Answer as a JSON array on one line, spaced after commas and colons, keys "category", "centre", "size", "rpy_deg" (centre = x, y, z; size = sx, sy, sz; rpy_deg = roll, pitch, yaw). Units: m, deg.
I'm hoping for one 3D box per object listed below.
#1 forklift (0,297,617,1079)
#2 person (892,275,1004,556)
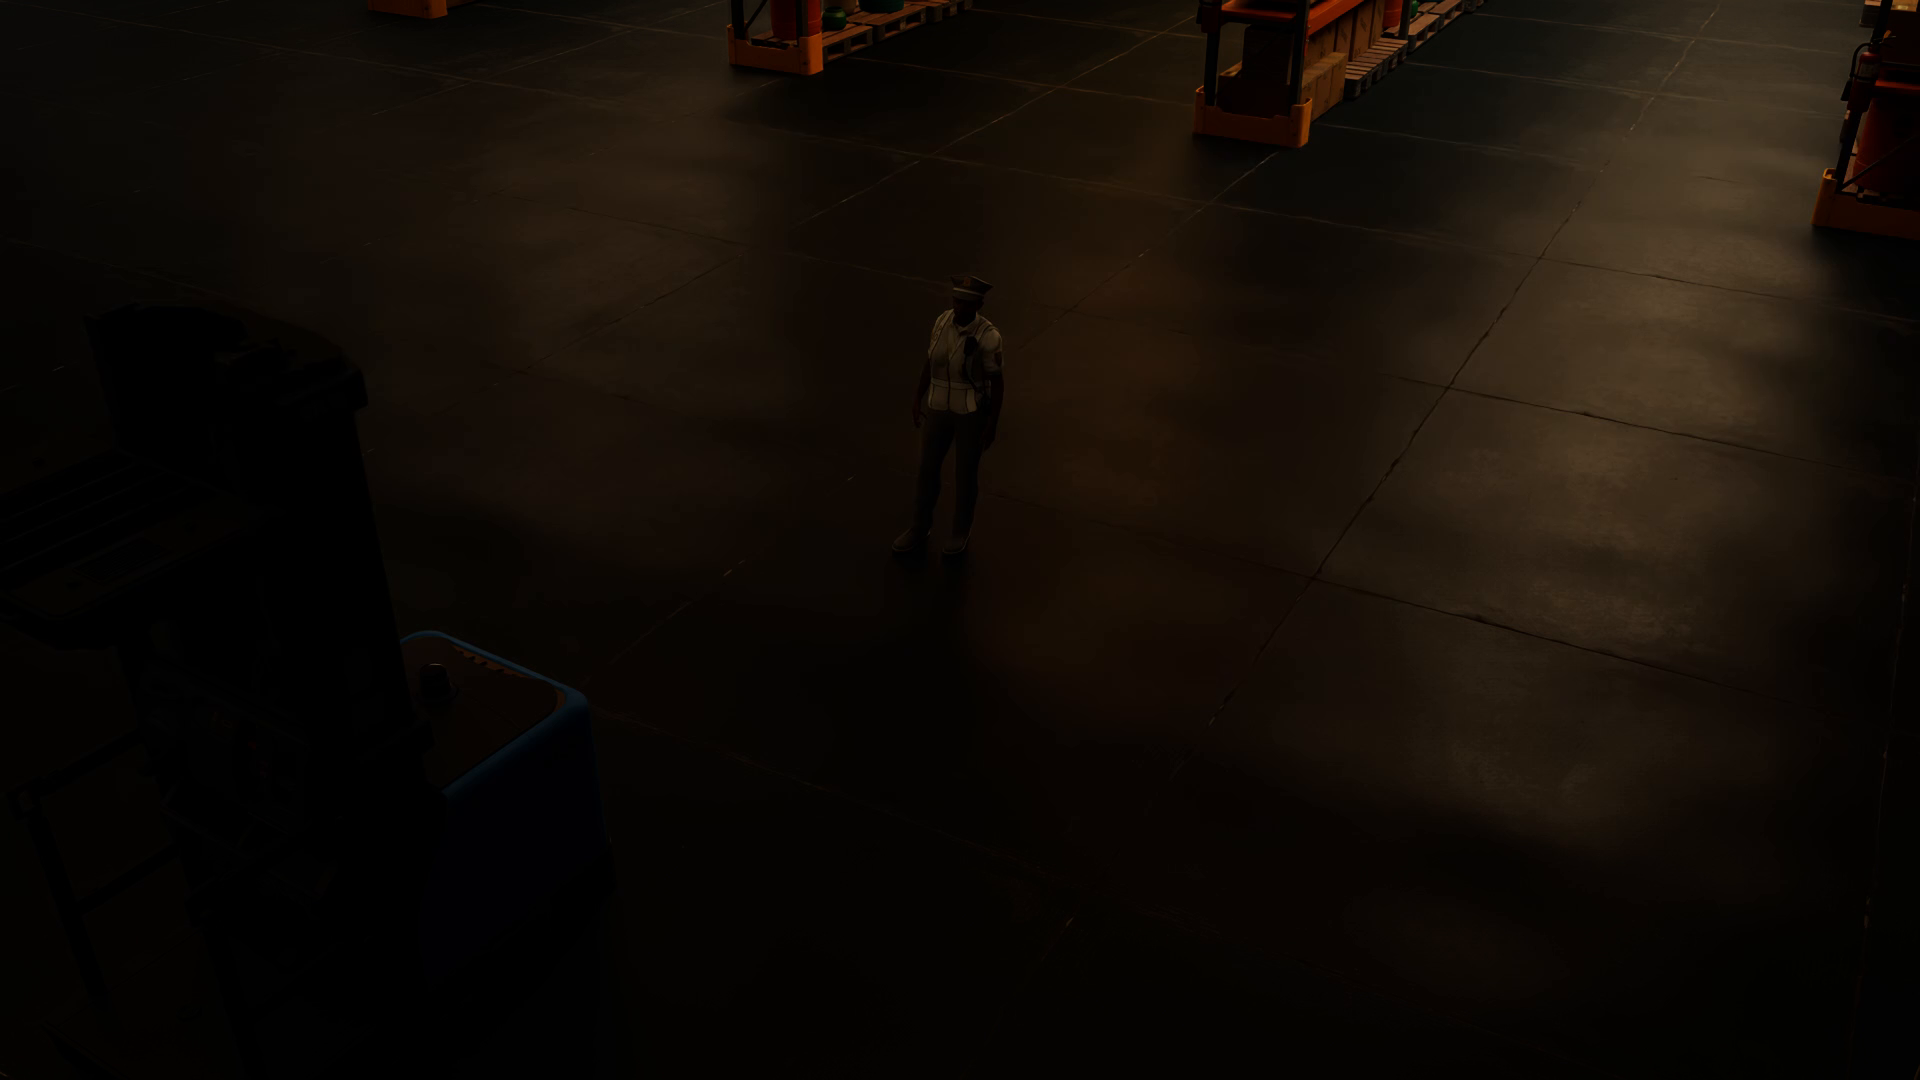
[{"category": "forklift", "centre": [-2.717, 0.779, 5.722], "size": [1.130, 2.935, 3.031], "rpy_deg": [18, 34, 28]}, {"category": "person", "centre": [-0.054, -0.711, 9.528], "size": [0.569, 1.692, 0.530], "rpy_deg": [15, 33, 25]}]
